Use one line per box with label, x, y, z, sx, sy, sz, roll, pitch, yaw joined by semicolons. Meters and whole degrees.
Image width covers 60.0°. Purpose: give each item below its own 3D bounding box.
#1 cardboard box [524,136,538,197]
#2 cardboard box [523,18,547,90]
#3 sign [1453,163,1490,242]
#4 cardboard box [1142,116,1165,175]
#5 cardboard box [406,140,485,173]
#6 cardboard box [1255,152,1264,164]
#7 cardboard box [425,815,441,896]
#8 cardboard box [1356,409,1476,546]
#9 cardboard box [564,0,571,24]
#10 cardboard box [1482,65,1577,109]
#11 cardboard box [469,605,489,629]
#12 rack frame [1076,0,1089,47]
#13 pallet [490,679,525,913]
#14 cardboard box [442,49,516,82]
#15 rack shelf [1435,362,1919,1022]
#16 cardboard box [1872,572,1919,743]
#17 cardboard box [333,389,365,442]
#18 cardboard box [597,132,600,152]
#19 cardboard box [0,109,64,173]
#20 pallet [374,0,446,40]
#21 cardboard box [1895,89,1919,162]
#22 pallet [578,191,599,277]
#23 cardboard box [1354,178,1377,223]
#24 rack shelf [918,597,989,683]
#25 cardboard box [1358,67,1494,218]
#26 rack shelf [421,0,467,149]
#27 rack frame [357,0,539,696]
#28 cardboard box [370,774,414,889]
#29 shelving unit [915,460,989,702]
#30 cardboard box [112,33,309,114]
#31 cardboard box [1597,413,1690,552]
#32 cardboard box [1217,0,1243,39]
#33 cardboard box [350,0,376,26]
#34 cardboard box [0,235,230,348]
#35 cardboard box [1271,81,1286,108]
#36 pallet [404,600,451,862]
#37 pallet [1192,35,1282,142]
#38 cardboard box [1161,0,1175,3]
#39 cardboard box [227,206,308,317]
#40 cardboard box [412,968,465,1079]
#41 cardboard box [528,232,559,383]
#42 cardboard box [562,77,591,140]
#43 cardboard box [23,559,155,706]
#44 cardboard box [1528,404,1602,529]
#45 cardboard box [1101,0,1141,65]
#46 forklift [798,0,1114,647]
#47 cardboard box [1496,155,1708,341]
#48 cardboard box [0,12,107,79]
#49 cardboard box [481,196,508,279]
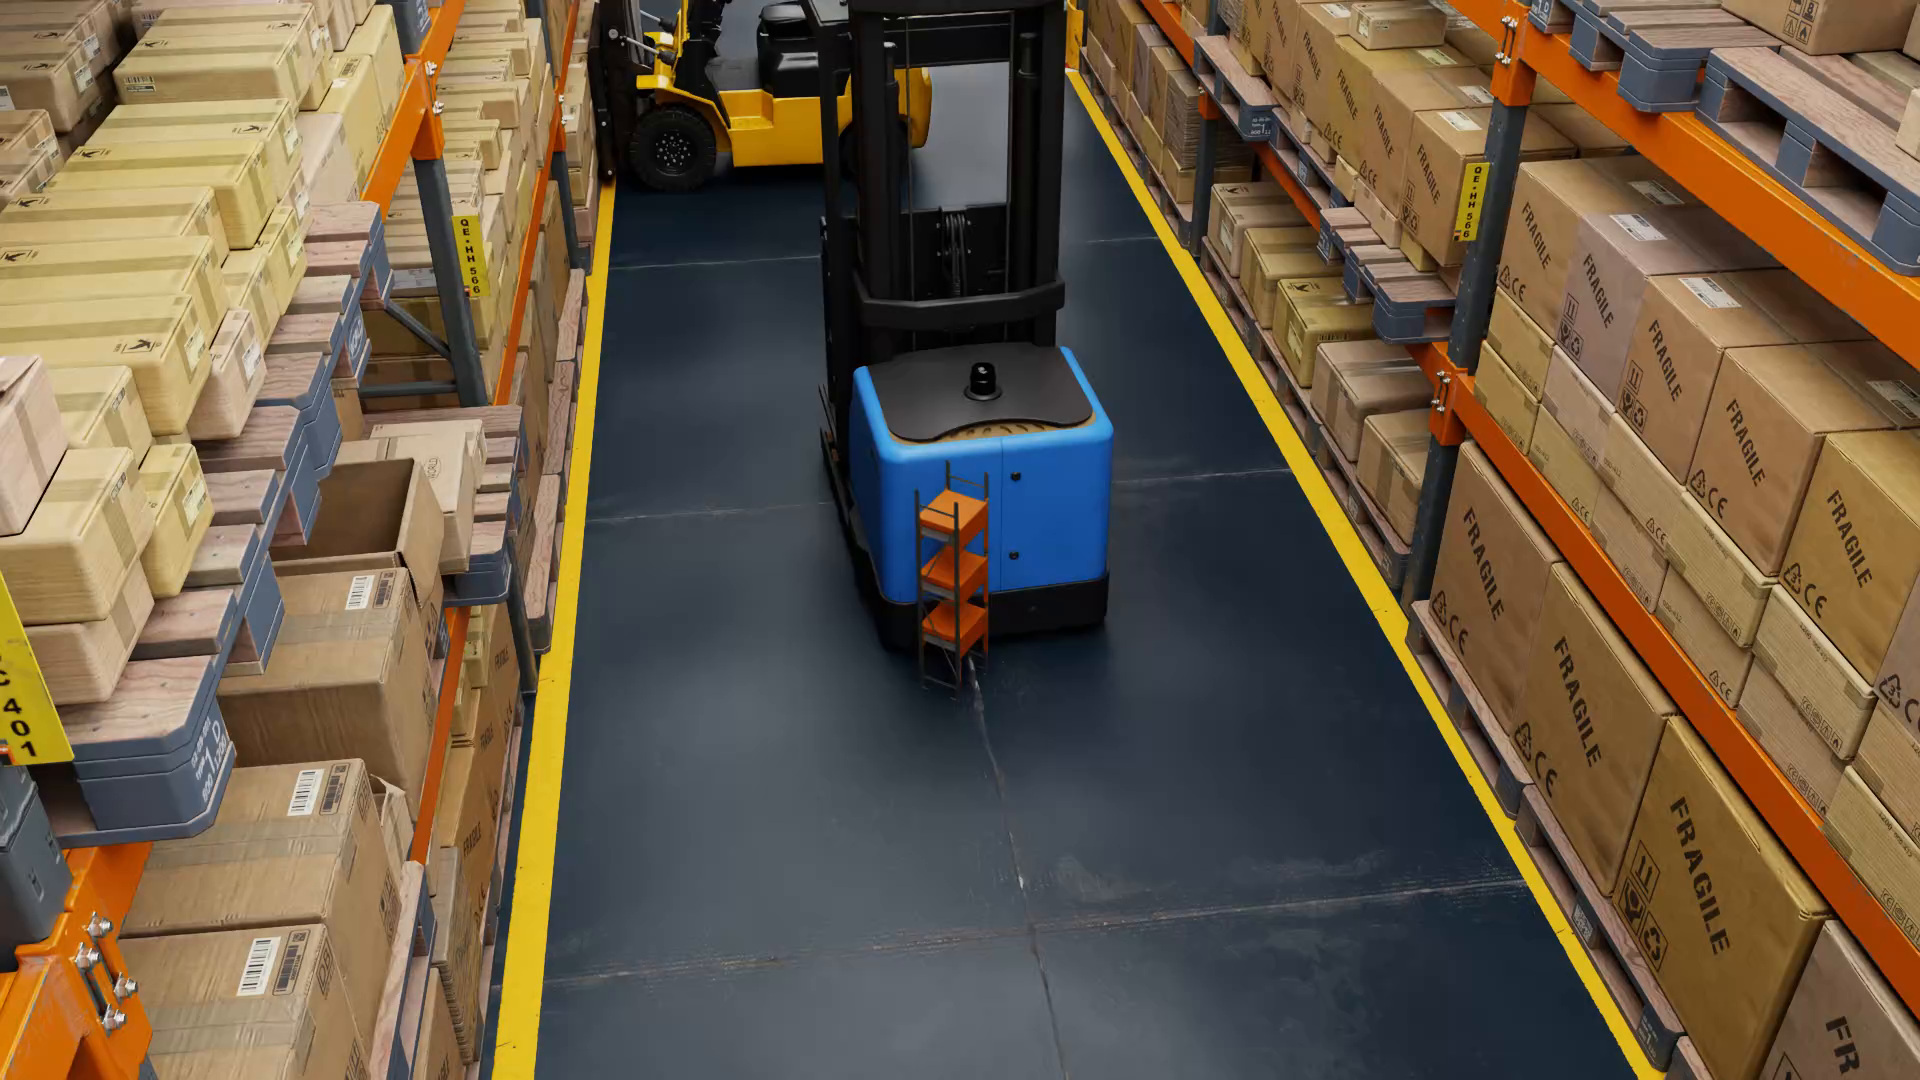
cardboard box;-2.454;-1.909;8.521;0.500;0.250;0.500;-4;34;-6
cardboard box;-2.571;-2.682;9.211;0.500;0.250;0.500;-5;35;-7
sign;2.030;-1.337;6.591;0.100;0.325;0.005;-4;35;-6
cardboard box;1.601;-2.813;11.783;0.500;0.250;0.500;-5;35;-8
cardboard box;-2.311;-1.643;7.332;0.380;0.149;0.250;-4;34;-6
cardboard box;2.216;-2.867;11.196;0.500;0.500;0.500;-3;34;-4
cardboard box;-1.884;1.030;5.346;0.380;0.149;0.250;-6;35;-9
cardboard box;2.500;-0.342;8.048;0.950;0.372;0.625;-7;35;-10
cardboard box;-2.847;-3.673;10.887;0.500;0.500;0.500;-5;35;-7
cardboard box;2.658;-1.835;7.553;0.500;0.500;0.500;-3;34;-4
cardboard box;-2.035;0.288;6.435;0.380;0.149;0.250;-6;35;-9
rack frame;1.490;-5.402;13.514;1.000;3.000;0.127;-4;35;-6
pallet;-2.289;1.012;6.578;1.003;0.211;1.213;-4;35;-6
cardboard box;-2.451;-2.357;8.380;0.380;0.149;0.250;-5;35;-8
rack shelf;2.835;0.475;5.528;1.077;0.370;4.000;-4;35;-6
cardboard box;2.718;0.321;4.138;0.500;0.500;0.500;-4;34;-5
cardboard box;-2.438;-0.476;5.823;0.500;0.500;0.500;-3;34;-4
cardboard box;-2.844;-2.977;12.024;0.500;0.250;0.500;-3;34;-5
cardboard box;-2.203;-0.818;3.620;0.380;0.149;0.250;-4;34;-5
pallet;-2.532;-2.093;6.162;1.213;0.211;1.003;-3;34;-4
cardboard box;2.701;-1.066;4.322;0.380;0.166;0.250;-2;34;-2
pallet;-2.956;-2.087;11.125;1.003;0.211;1.213;-4;35;-6
cardboard box;2.077;-1.595;7.777;0.380;0.149;0.250;-6;35;-9
rack shelf;-0.028;0.421;7.204;0.215;0.259;0.240;19;40;24
cardboard box;2.149;-1.796;7.496;0.500;0.500;0.500;-5;35;-7
rack shelf;-2.621;-2.618;7.404;1.077;0.370;4.000;-4;35;-6
rack frame;-2.352;-0.560;6.408;1.000;3.000;0.127;-4;35;-6
cardboard box;-1.621;0.750;4.233;0.396;0.266;0.258;-3;34;-4
shelving unit;-0.029;0.187;7.035;0.215;1.050;0.252;19;40;24
cardboard box;-1.838;-1.132;4.099;0.380;0.149;0.250;-4;35;-6
cardboard box;2.513;-0.214;5.589;0.500;0.250;0.500;-4;35;-7
cardboard box;1.807;-3.225;9.592;0.500;0.500;0.500;-4;34;-5
cardboard box;-2.066;-1.723;5.230;0.380;0.149;0.250;-4;34;-5
cardboard box;-1.579;-0.431;3.053;0.380;0.149;0.250;-5;35;-7
cardboard box;1.921;-2.468;9.059;0.380;0.149;0.250;-4;34;-6
pallet;-2.086;0.604;4.870;1.003;0.211;1.213;-4;35;-6
pallet;1.987;-2.653;9.650;1.003;0.211;1.213;-4;35;-6
cardboard box;1.543;-3.789;11.370;0.380;0.149;0.250;-5;35;-7
cardboard box;-1.625;-0.587;3.546;0.380;0.149;0.250;-4;34;-5
cardboard box;-1.800;1.669;4.984;0.500;0.500;0.500;-5;35;-8
cardboard box;-2.712;-1.260;9.172;0.875;0.625;0.625;-5;35;-7
cardboard box;-2.703;-2.822;10.909;0.500;0.250;0.500;-4;35;-6
cardboard box;-1.460;0.125;2.501;0.380;0.149;0.250;-4;34;-6
cardboard box;2.469;-0.299;6.158;0.500;0.250;0.500;-5;35;-8
cardboard box;1.403;-3.974;12.820;0.500;0.500;0.500;-6;35;-8
forklift;-0.127;-1.556;7.931;1.130;2.935;3.031;-7;35;-10
cardboard box;2.390;-1.099;6.222;0.500;0.500;0.500;-5;35;-8
cardboard box;-2.430;-1.231;4.243;0.380;0.149;0.250;-5;35;-7
cardboard box;-2.236;-1.250;7.110;0.500;0.250;0.500;-3;34;-5
